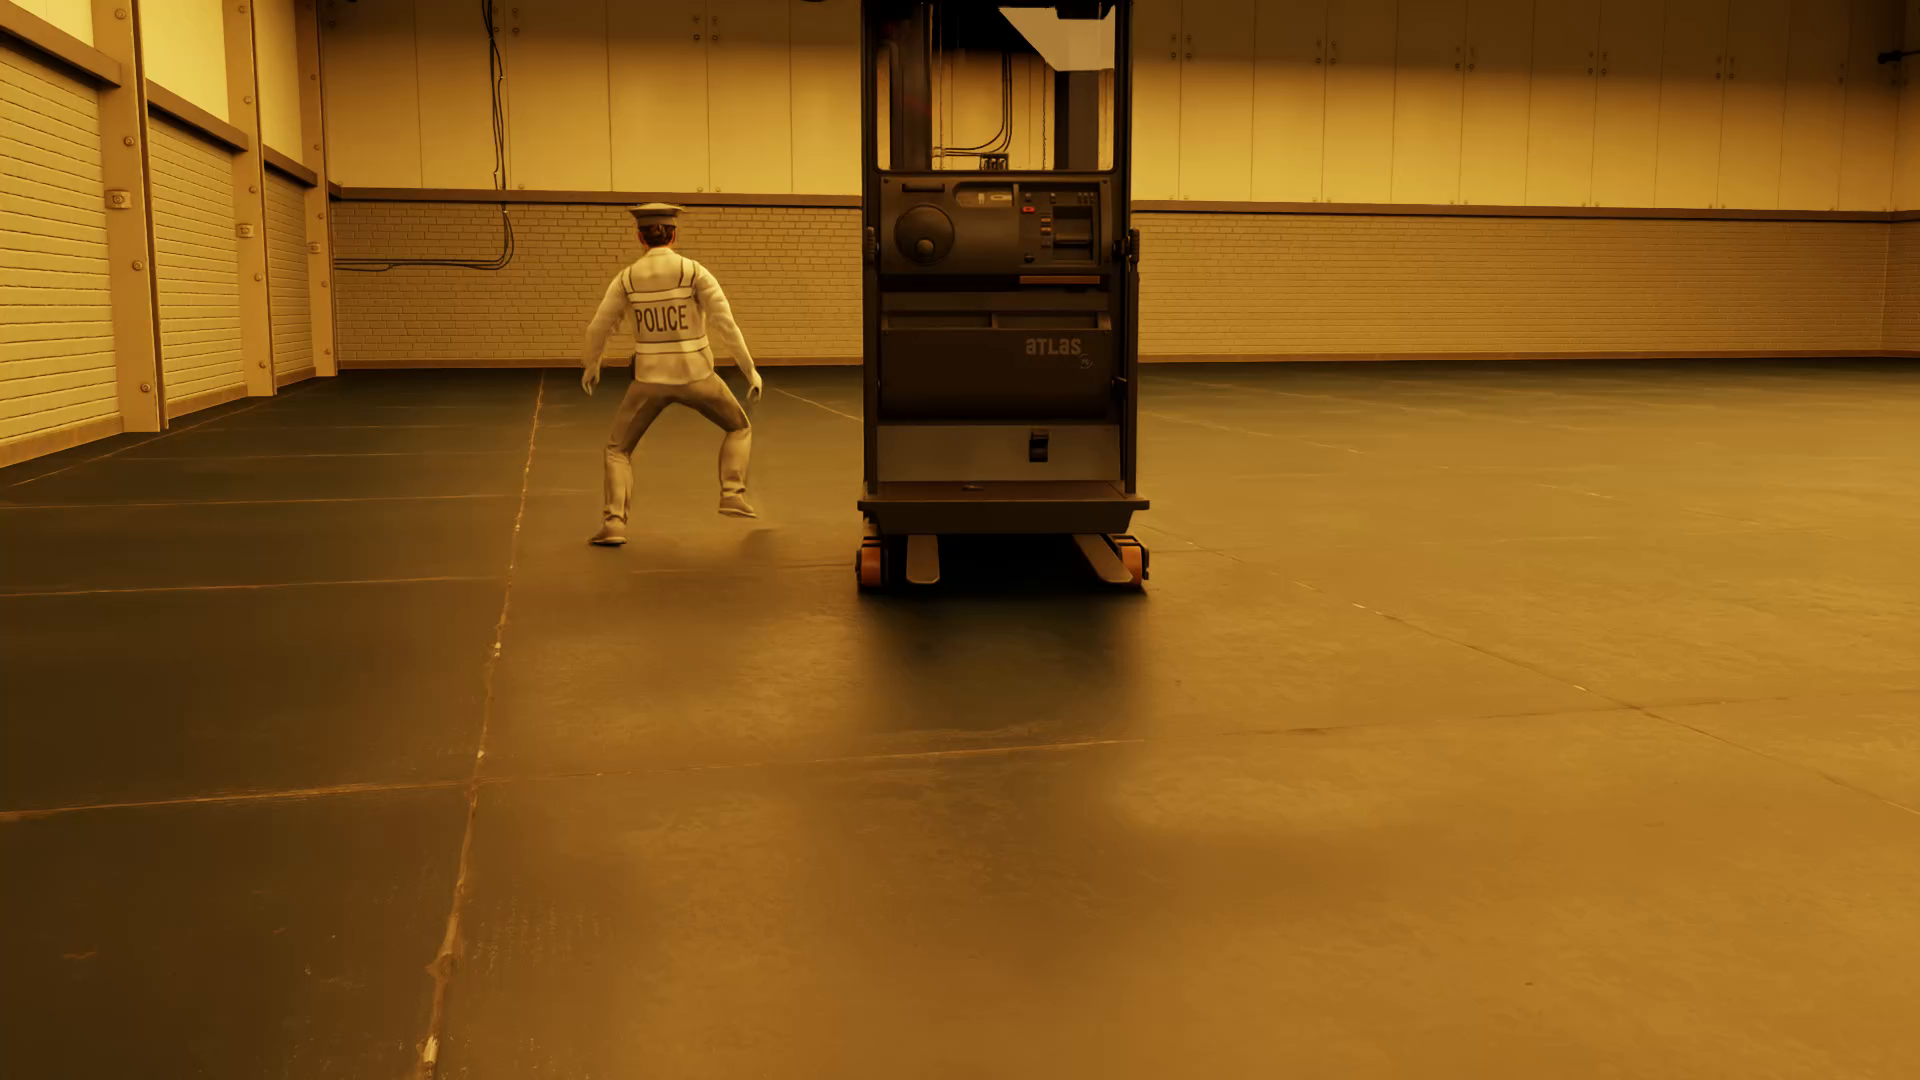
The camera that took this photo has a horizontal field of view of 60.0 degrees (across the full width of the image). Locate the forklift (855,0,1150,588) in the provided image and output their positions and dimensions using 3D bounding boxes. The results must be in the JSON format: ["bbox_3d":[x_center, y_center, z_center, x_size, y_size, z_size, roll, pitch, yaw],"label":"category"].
[{"bbox_3d":[0.153,-1.308,6.482,1.130,2.935,3.031,0,8,-1],"label":"forklift"}]

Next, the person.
[{"bbox_3d":[-1.348,-0.758,7.659,0.869,1.556,0.609,0,8,3],"label":"person"}]
